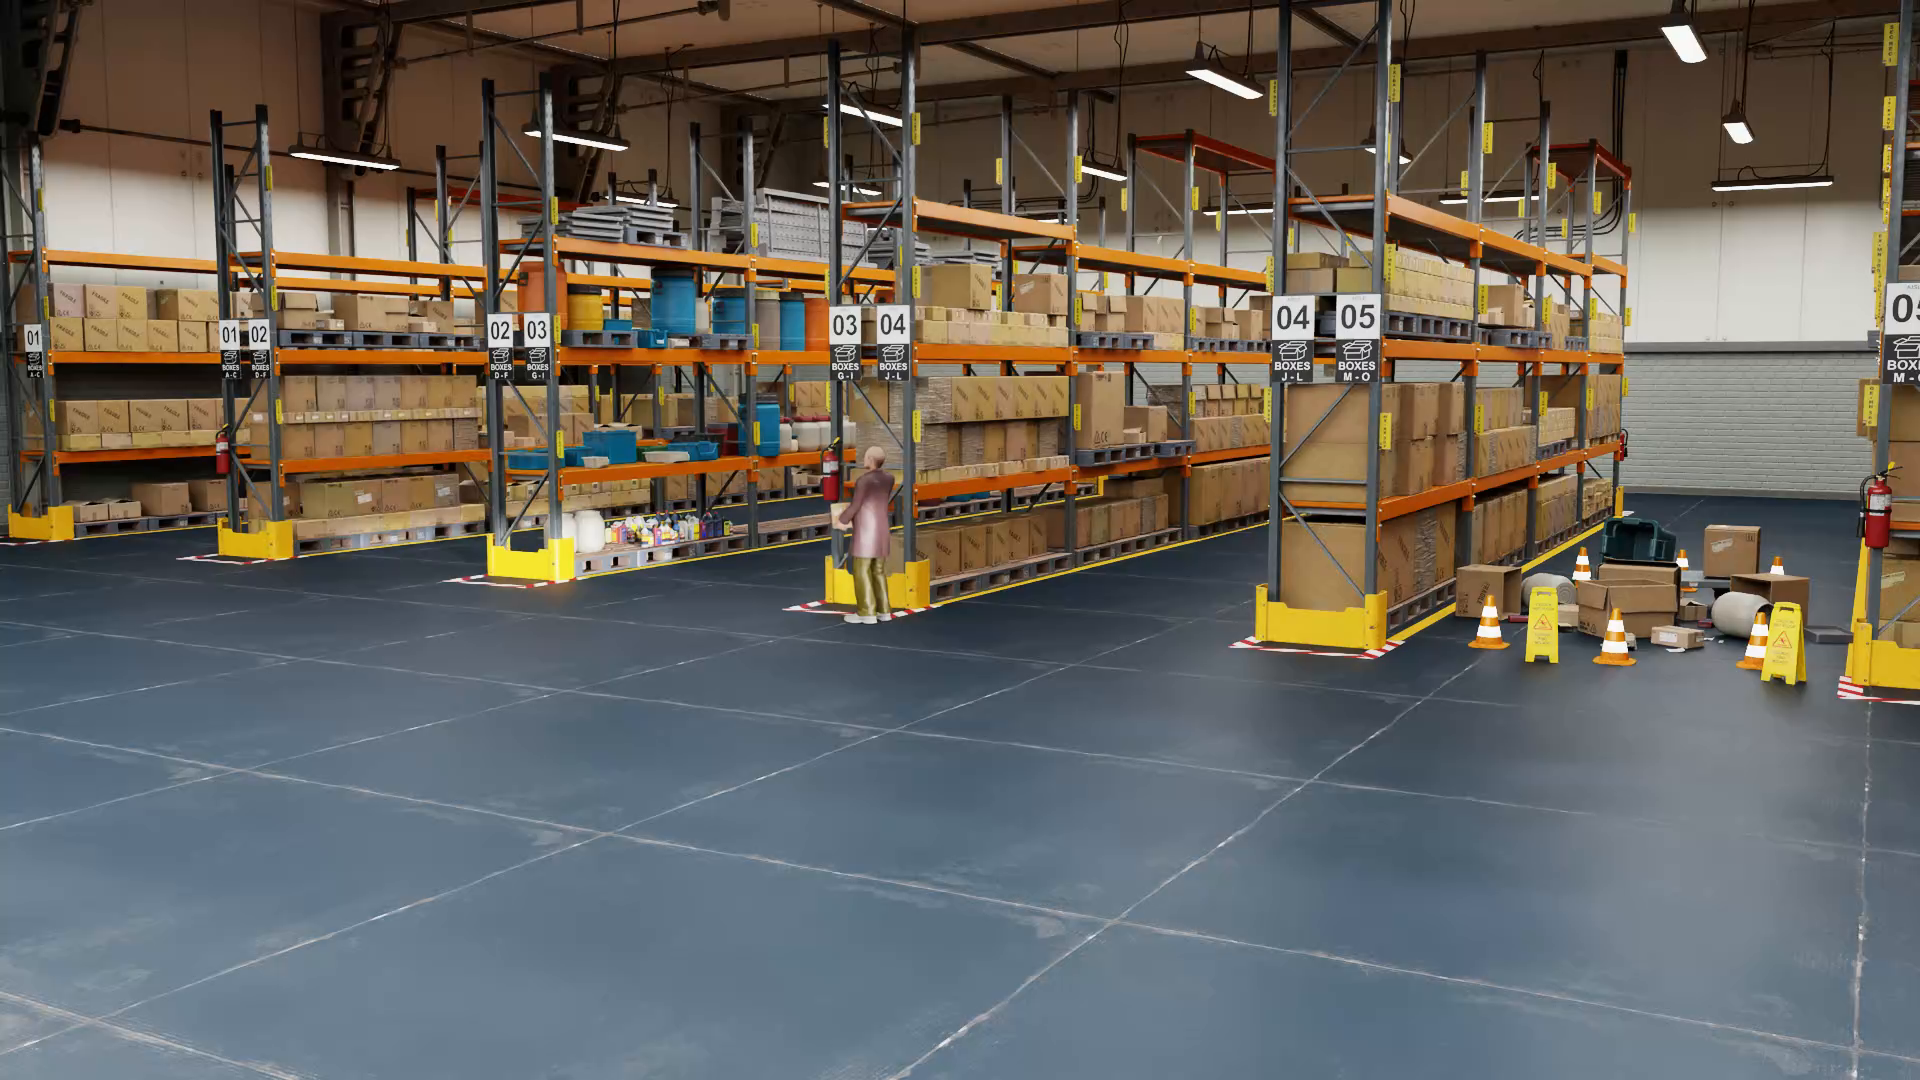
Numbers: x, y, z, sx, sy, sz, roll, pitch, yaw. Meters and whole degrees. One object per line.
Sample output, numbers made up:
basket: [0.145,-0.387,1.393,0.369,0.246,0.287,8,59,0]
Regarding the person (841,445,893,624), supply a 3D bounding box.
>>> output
person: [-0.924,-0.065,16.663,0.455,1.782,0.577,4,7,32]
